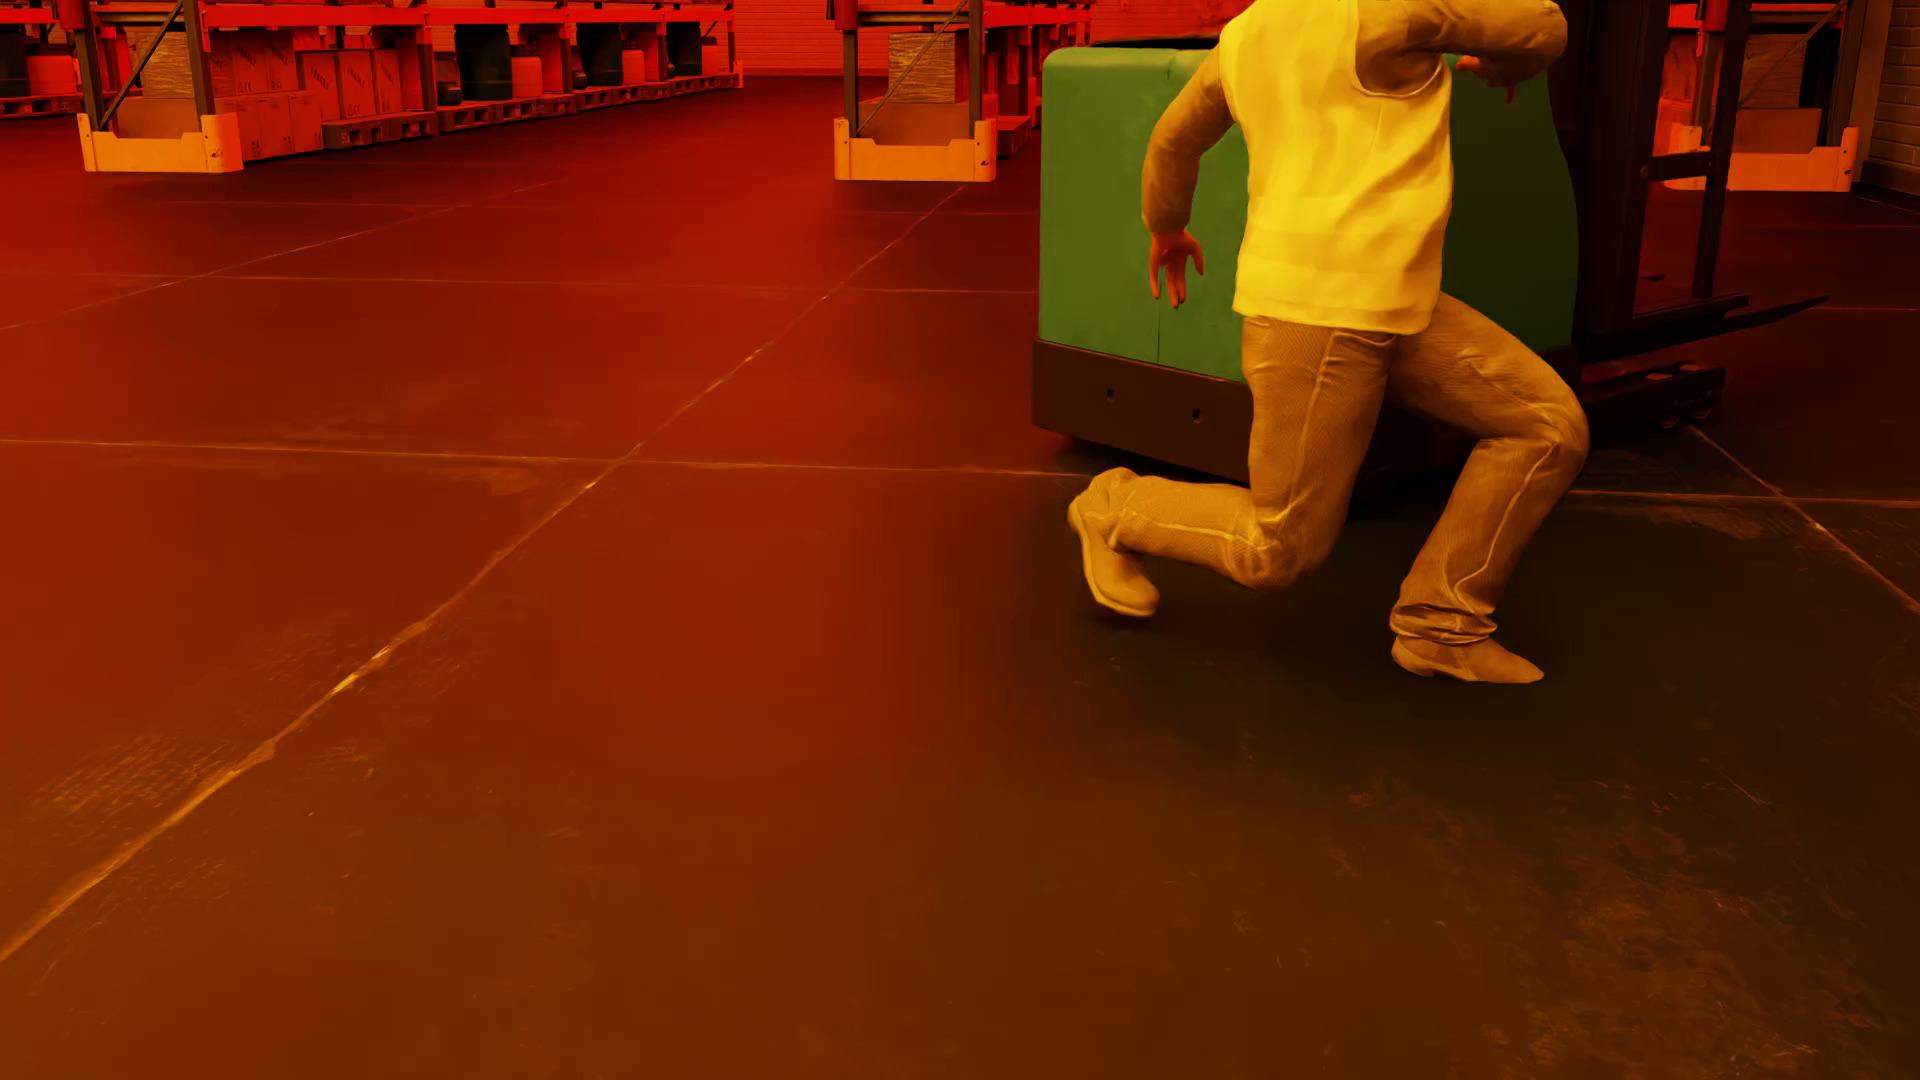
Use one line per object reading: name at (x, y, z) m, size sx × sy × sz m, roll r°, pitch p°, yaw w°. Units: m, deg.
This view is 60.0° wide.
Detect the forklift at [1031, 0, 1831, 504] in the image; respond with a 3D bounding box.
forklift at (1.657, -1.828, 4.751) m, size 3.031 × 2.935 × 1.130 m, roll -14°, pitch 22°, yaw -37°

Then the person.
person at (0.675, -0.518, 3.057) m, size 0.956 × 1.542 × 0.731 m, roll 5°, pitch 18°, yaw 15°
